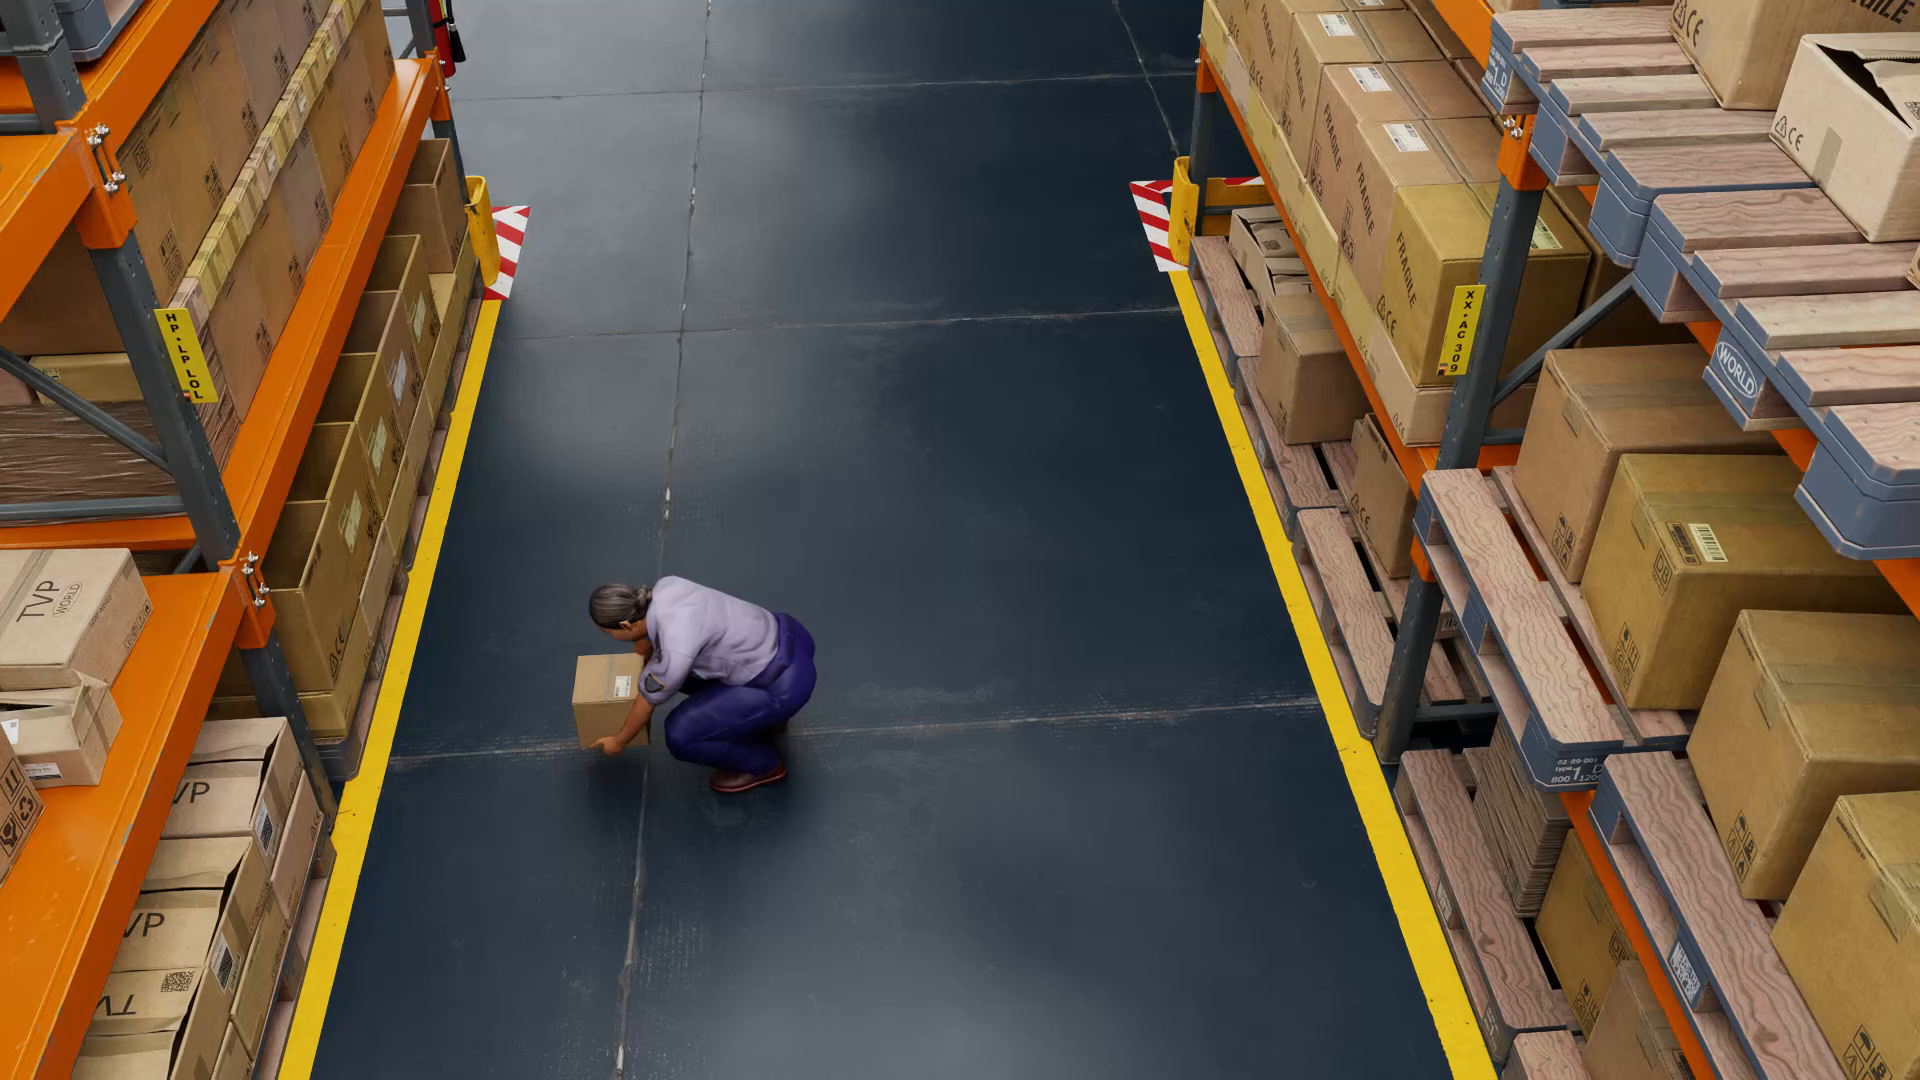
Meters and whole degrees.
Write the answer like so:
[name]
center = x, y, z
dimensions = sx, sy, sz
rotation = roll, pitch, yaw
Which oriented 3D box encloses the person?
[person]
center = -0.959, 0.482, 6.152
dimensions = 0.854, 0.938, 0.510
rotation = -4, 40, -5
